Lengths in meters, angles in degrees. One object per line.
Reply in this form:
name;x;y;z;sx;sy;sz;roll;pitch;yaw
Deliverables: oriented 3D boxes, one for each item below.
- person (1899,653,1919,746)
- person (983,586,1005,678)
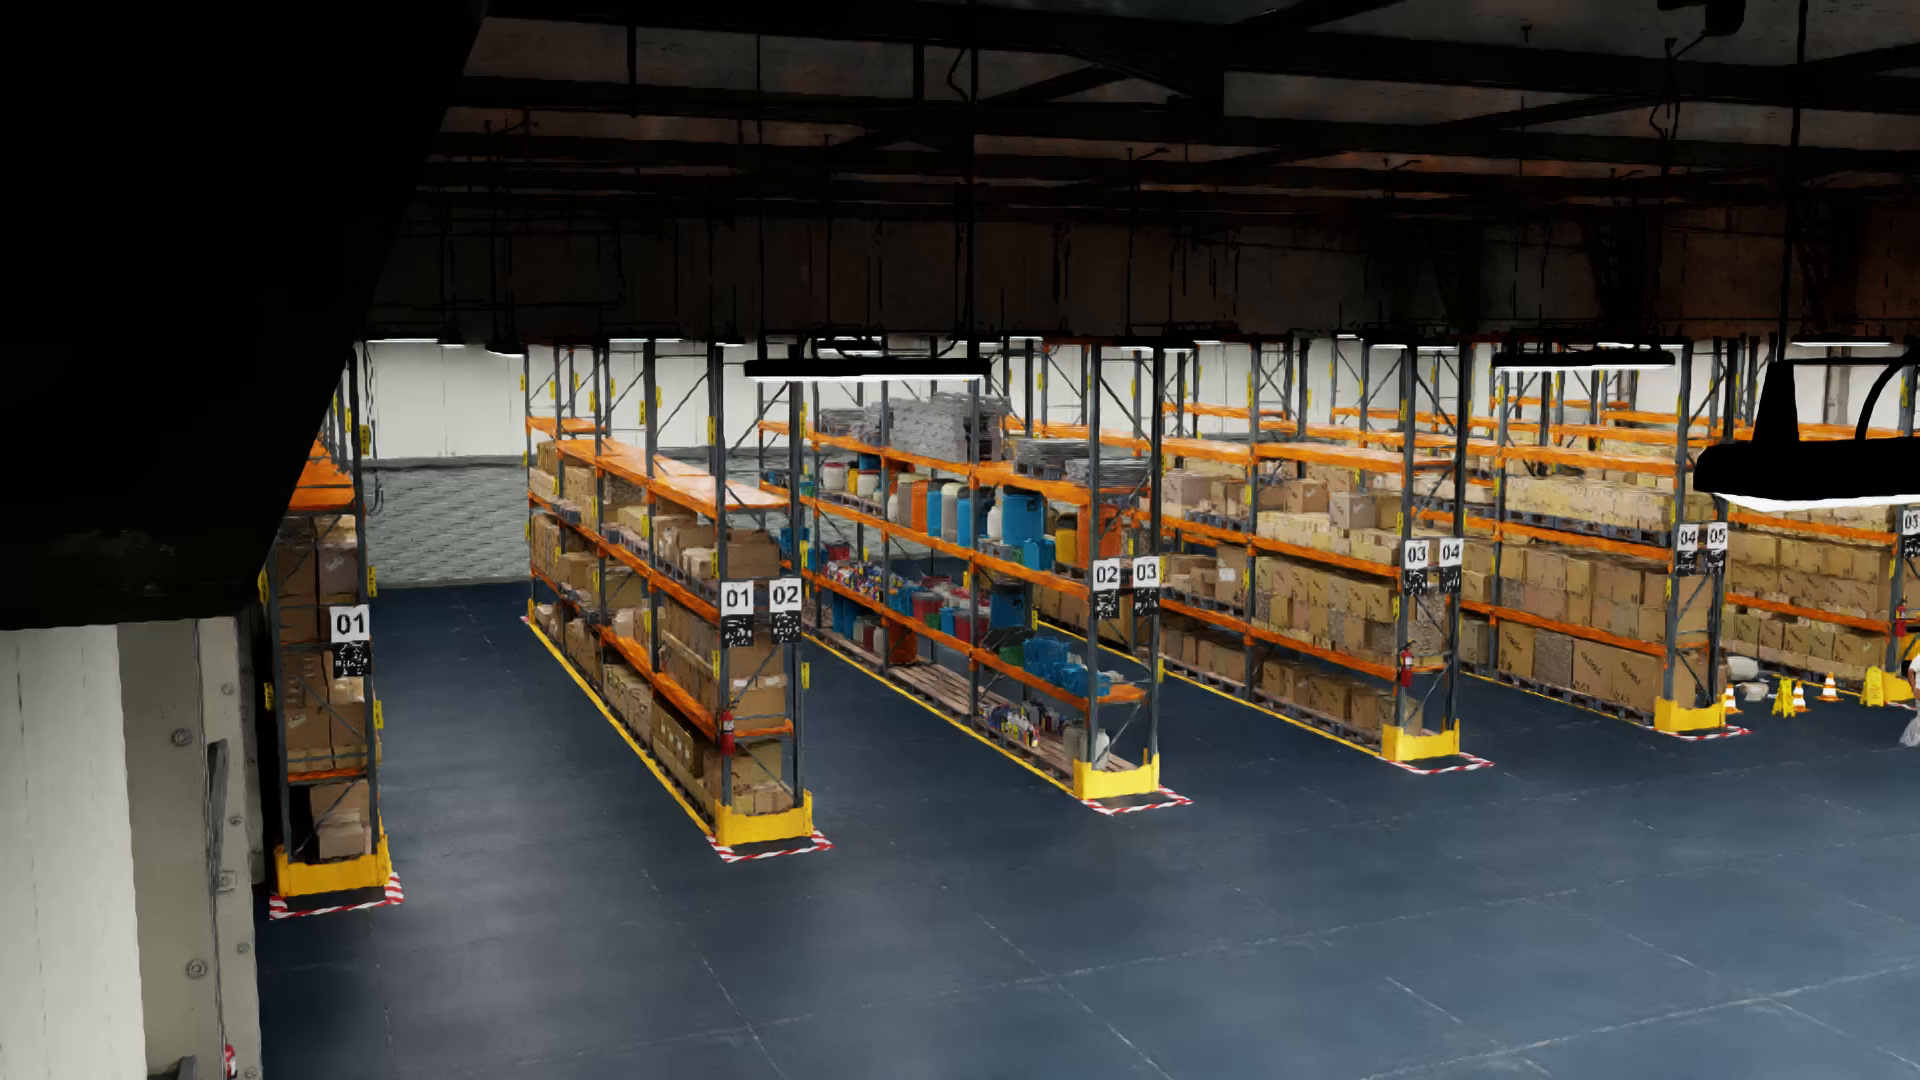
person;14.327;2.224;24.624;0.719;1.714;0.572;-3;8;-24
person;0.604;1.576;29.508;0.367;1.667;0.612;-5;9;-33
